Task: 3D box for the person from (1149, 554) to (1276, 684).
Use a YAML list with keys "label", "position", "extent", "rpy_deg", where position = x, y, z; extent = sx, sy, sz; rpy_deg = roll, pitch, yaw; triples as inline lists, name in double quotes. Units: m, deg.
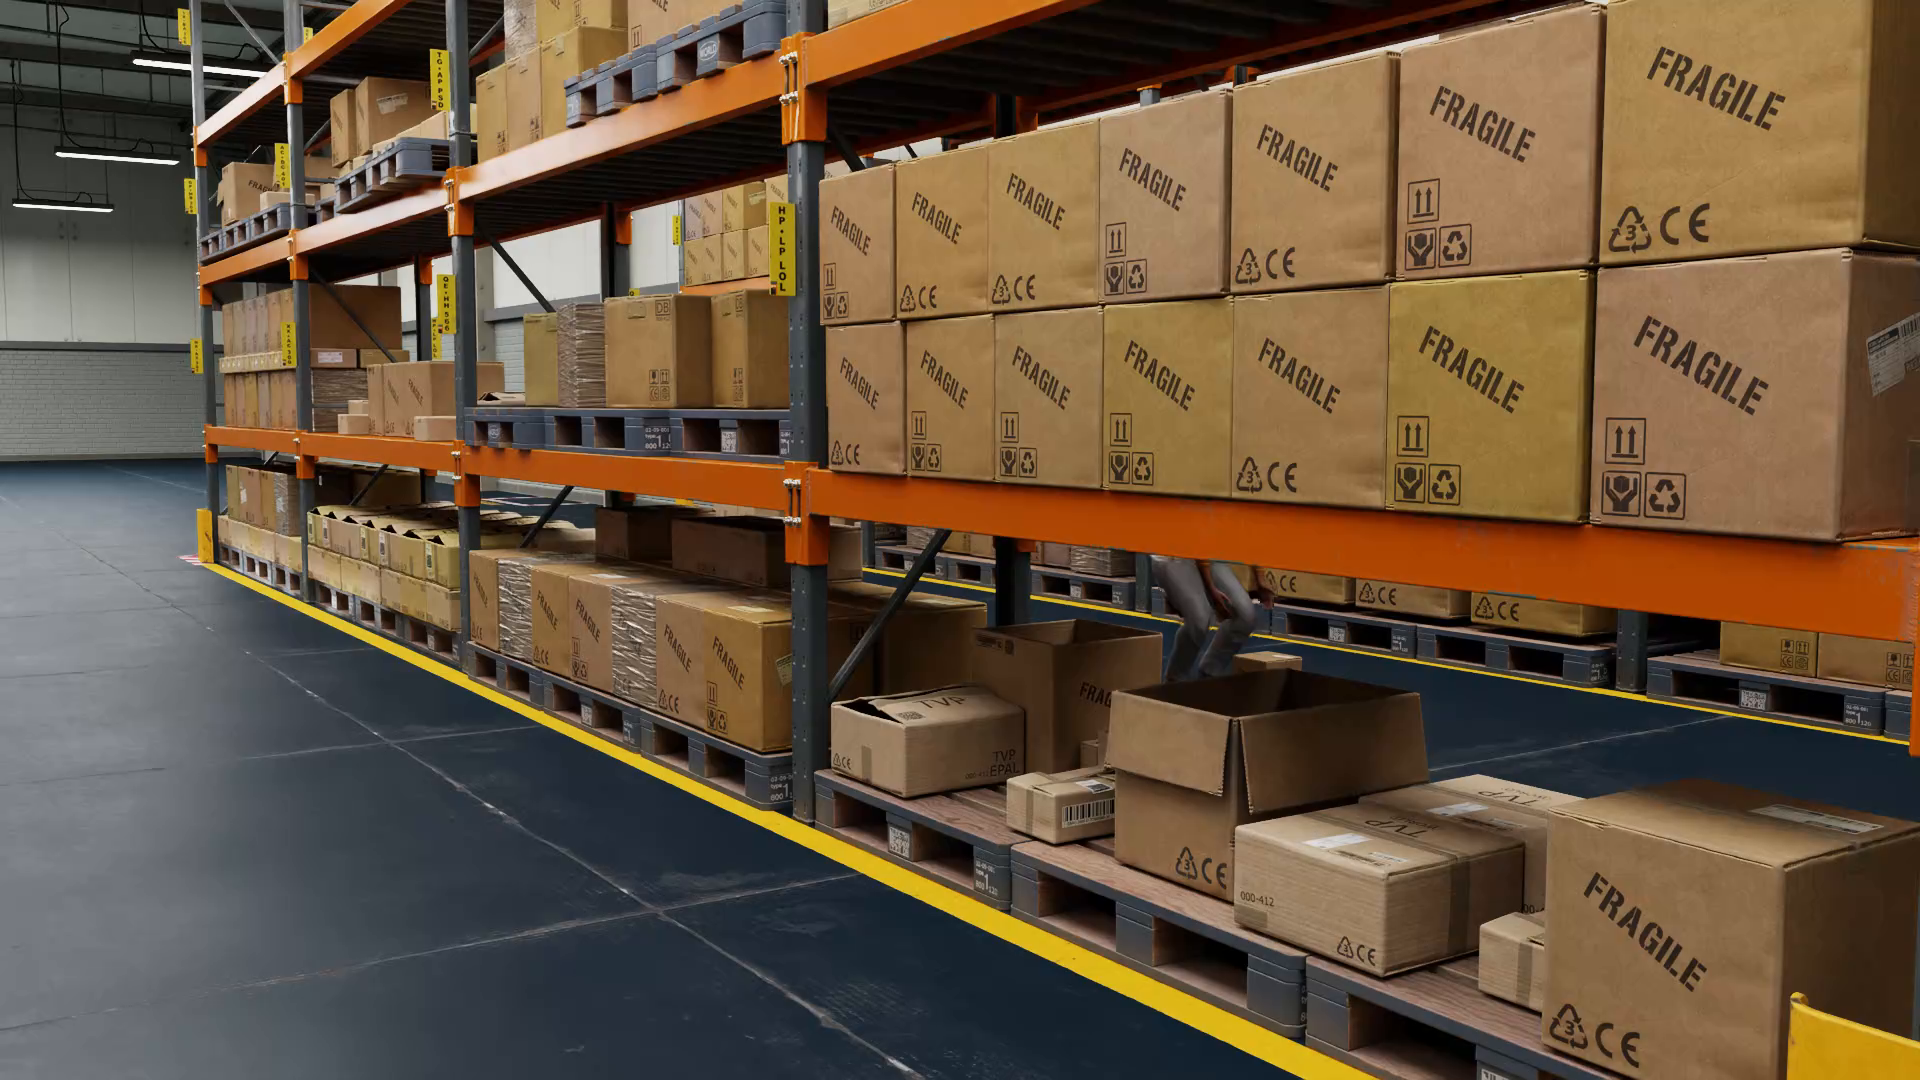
- label: "person"
  position: [1.361, 0.153, 8.793]
  extent: [0.496, 1.331, 0.741]
  rpy_deg: [-3, 6, -34]
